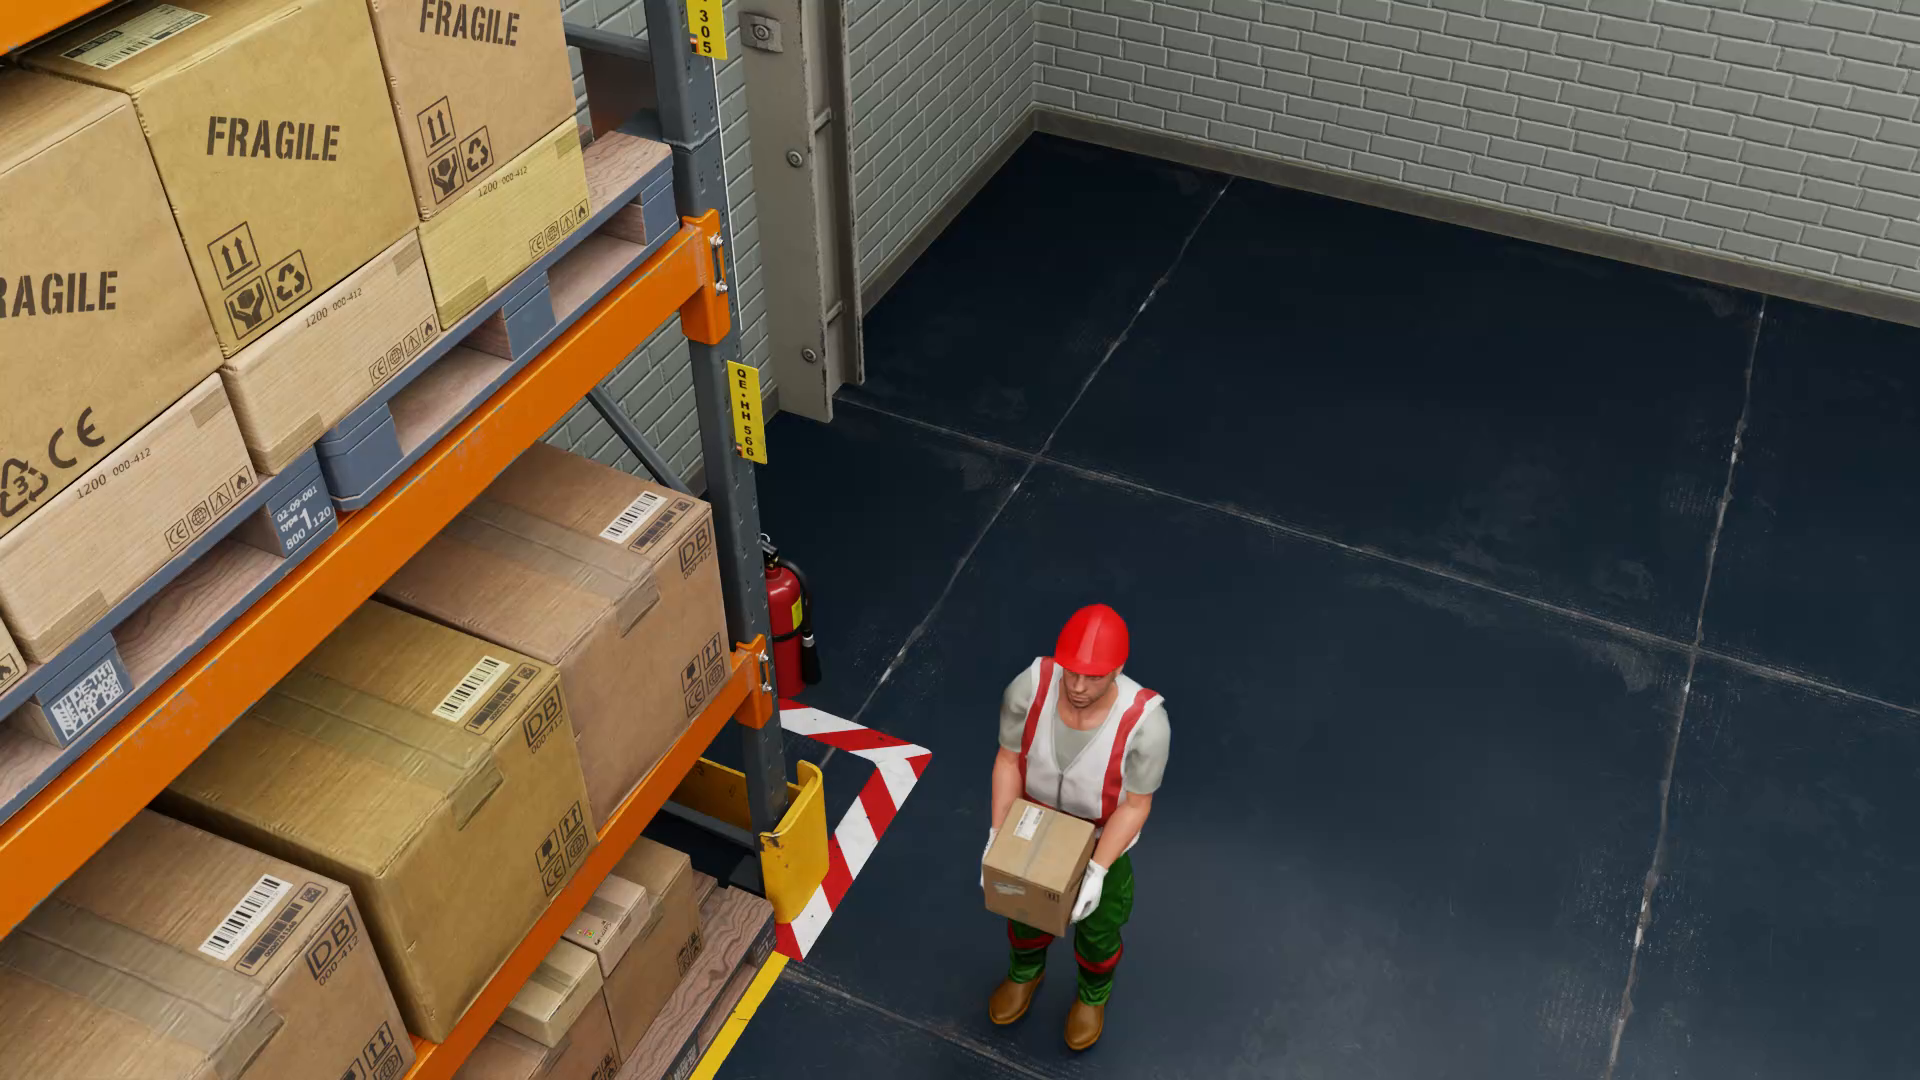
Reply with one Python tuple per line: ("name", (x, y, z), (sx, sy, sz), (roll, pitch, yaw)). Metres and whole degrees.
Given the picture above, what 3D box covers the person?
("person", (0.314, 0.949, 5.070), (0.519, 1.793, 0.547), (17, 44, 18))
